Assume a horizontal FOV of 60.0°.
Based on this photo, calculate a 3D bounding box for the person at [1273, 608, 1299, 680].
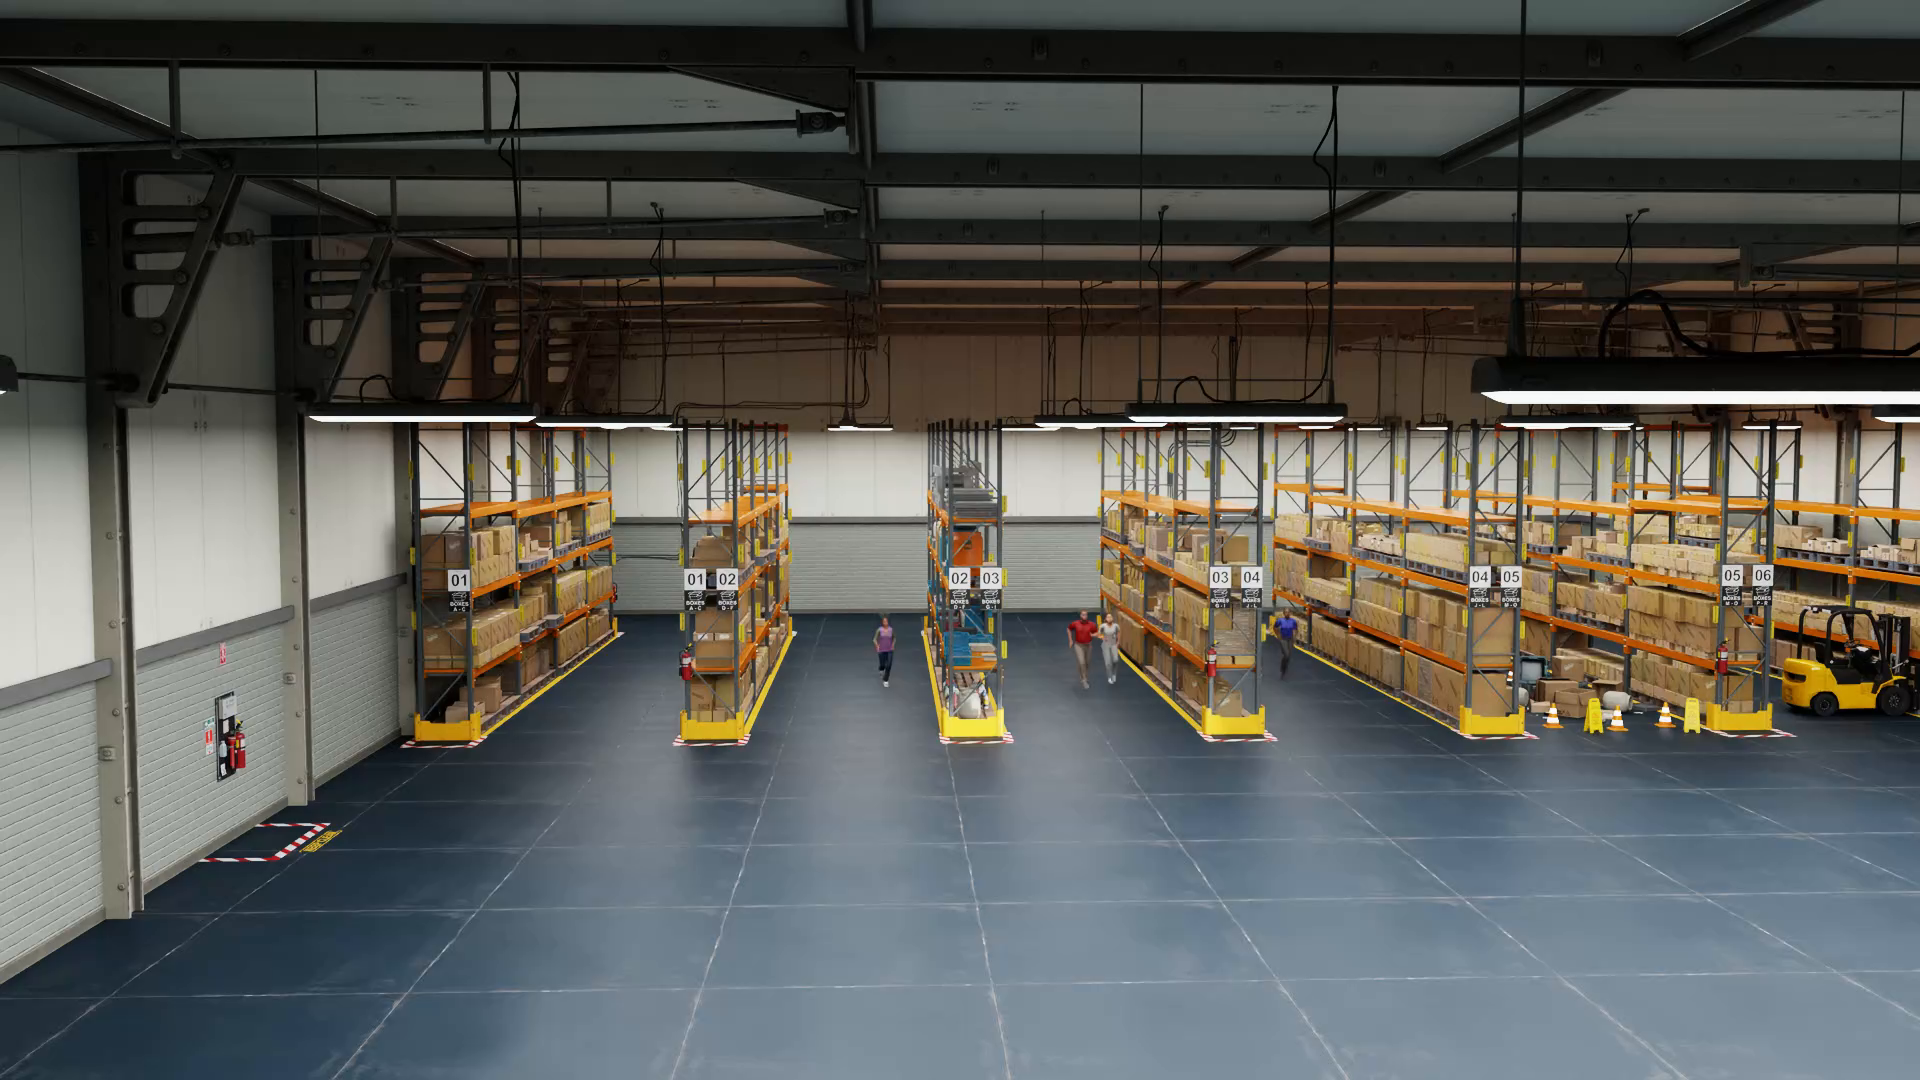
[{"bbox_3d":[7.647,2.431,38.860,0.546,1.705,0.710,-1,4,-9],"label":"person"}]

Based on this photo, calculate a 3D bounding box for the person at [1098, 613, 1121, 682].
[{"bbox_3d":[3.420,2.463,37.998,0.561,1.622,0.649,0,4,0],"label":"person"}]

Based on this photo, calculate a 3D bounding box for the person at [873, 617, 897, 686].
[{"bbox_3d":[-1.702,2.531,37.882,0.536,1.563,0.576,-1,4,-12],"label":"person"}]

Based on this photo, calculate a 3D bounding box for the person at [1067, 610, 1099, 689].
[{"bbox_3d":[2.786,2.433,37.493,0.660,1.722,0.990,-1,4,-12],"label":"person"}]
